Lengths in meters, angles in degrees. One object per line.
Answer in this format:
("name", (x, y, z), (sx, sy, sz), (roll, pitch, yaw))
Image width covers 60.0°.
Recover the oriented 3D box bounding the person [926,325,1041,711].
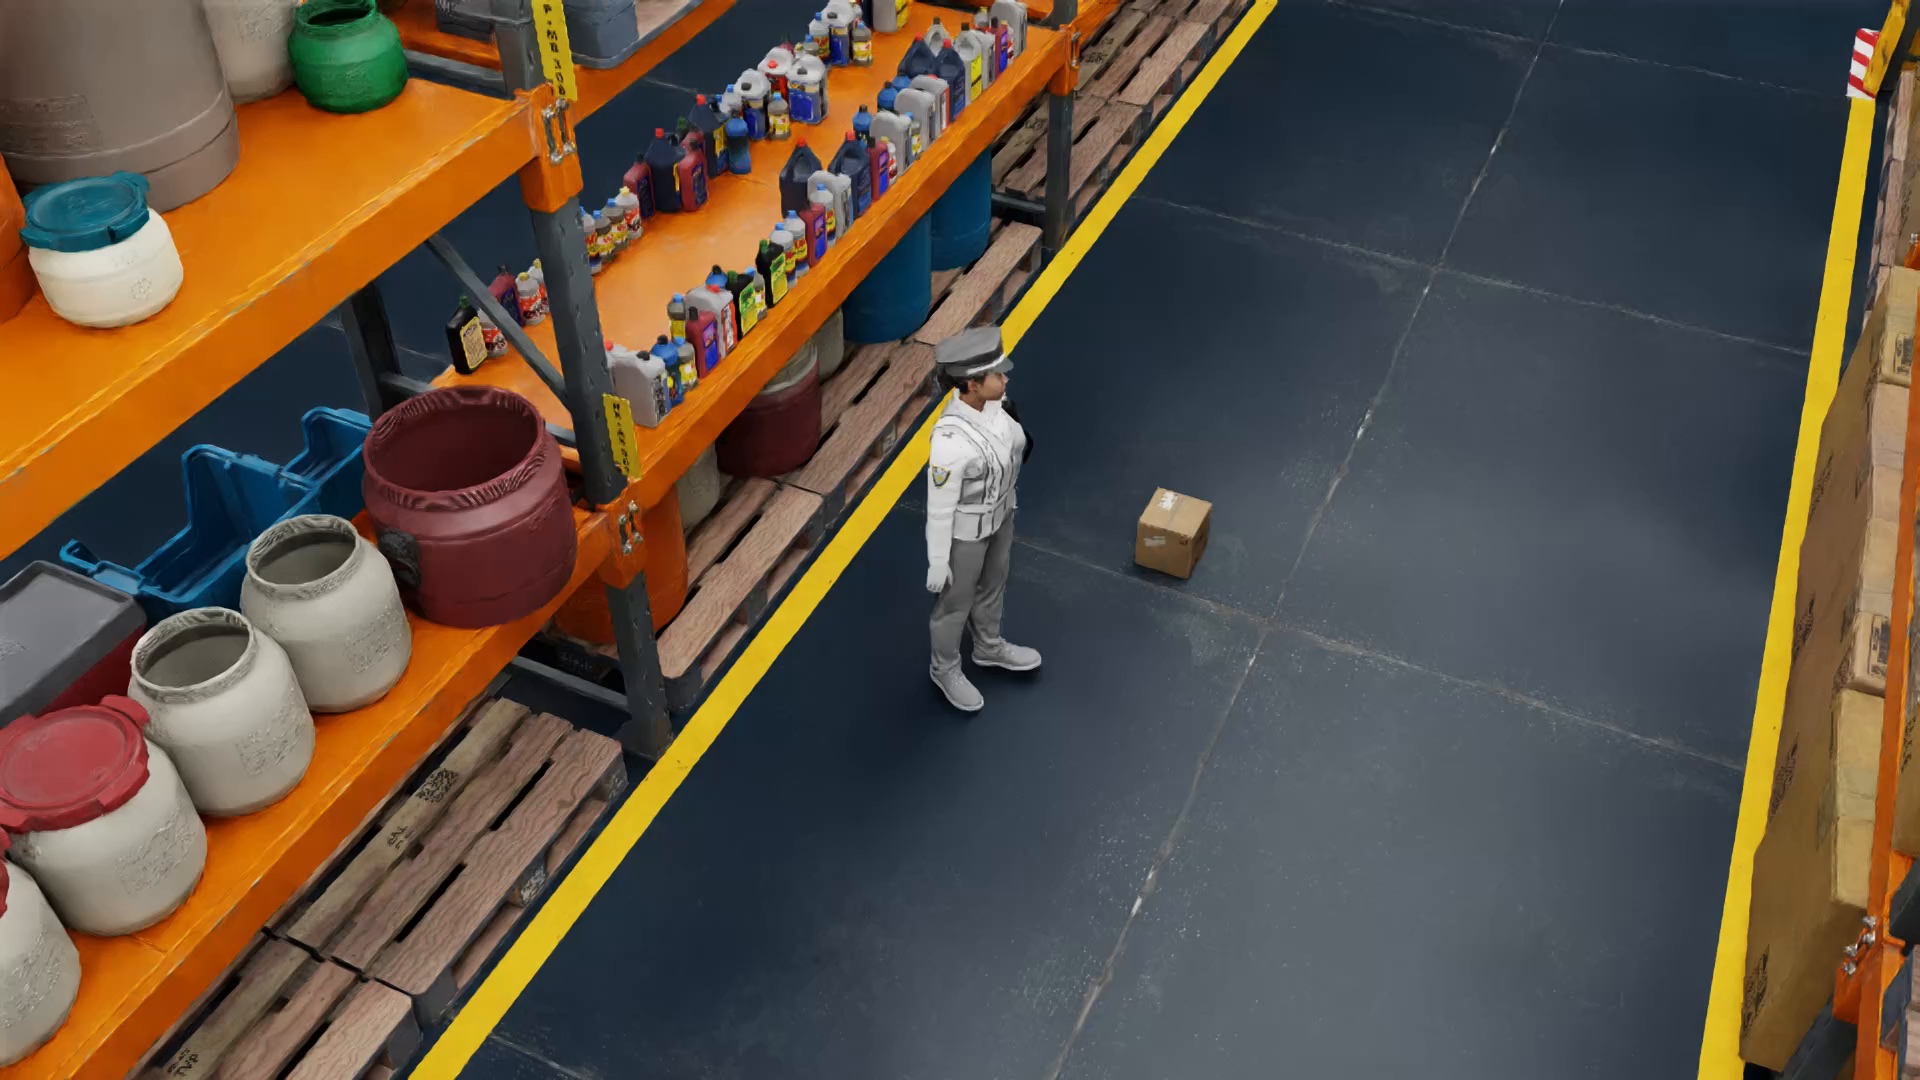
("person", (0.083, -0.059, 6.182), (0.405, 1.685, 0.569), (17, 45, 18))
